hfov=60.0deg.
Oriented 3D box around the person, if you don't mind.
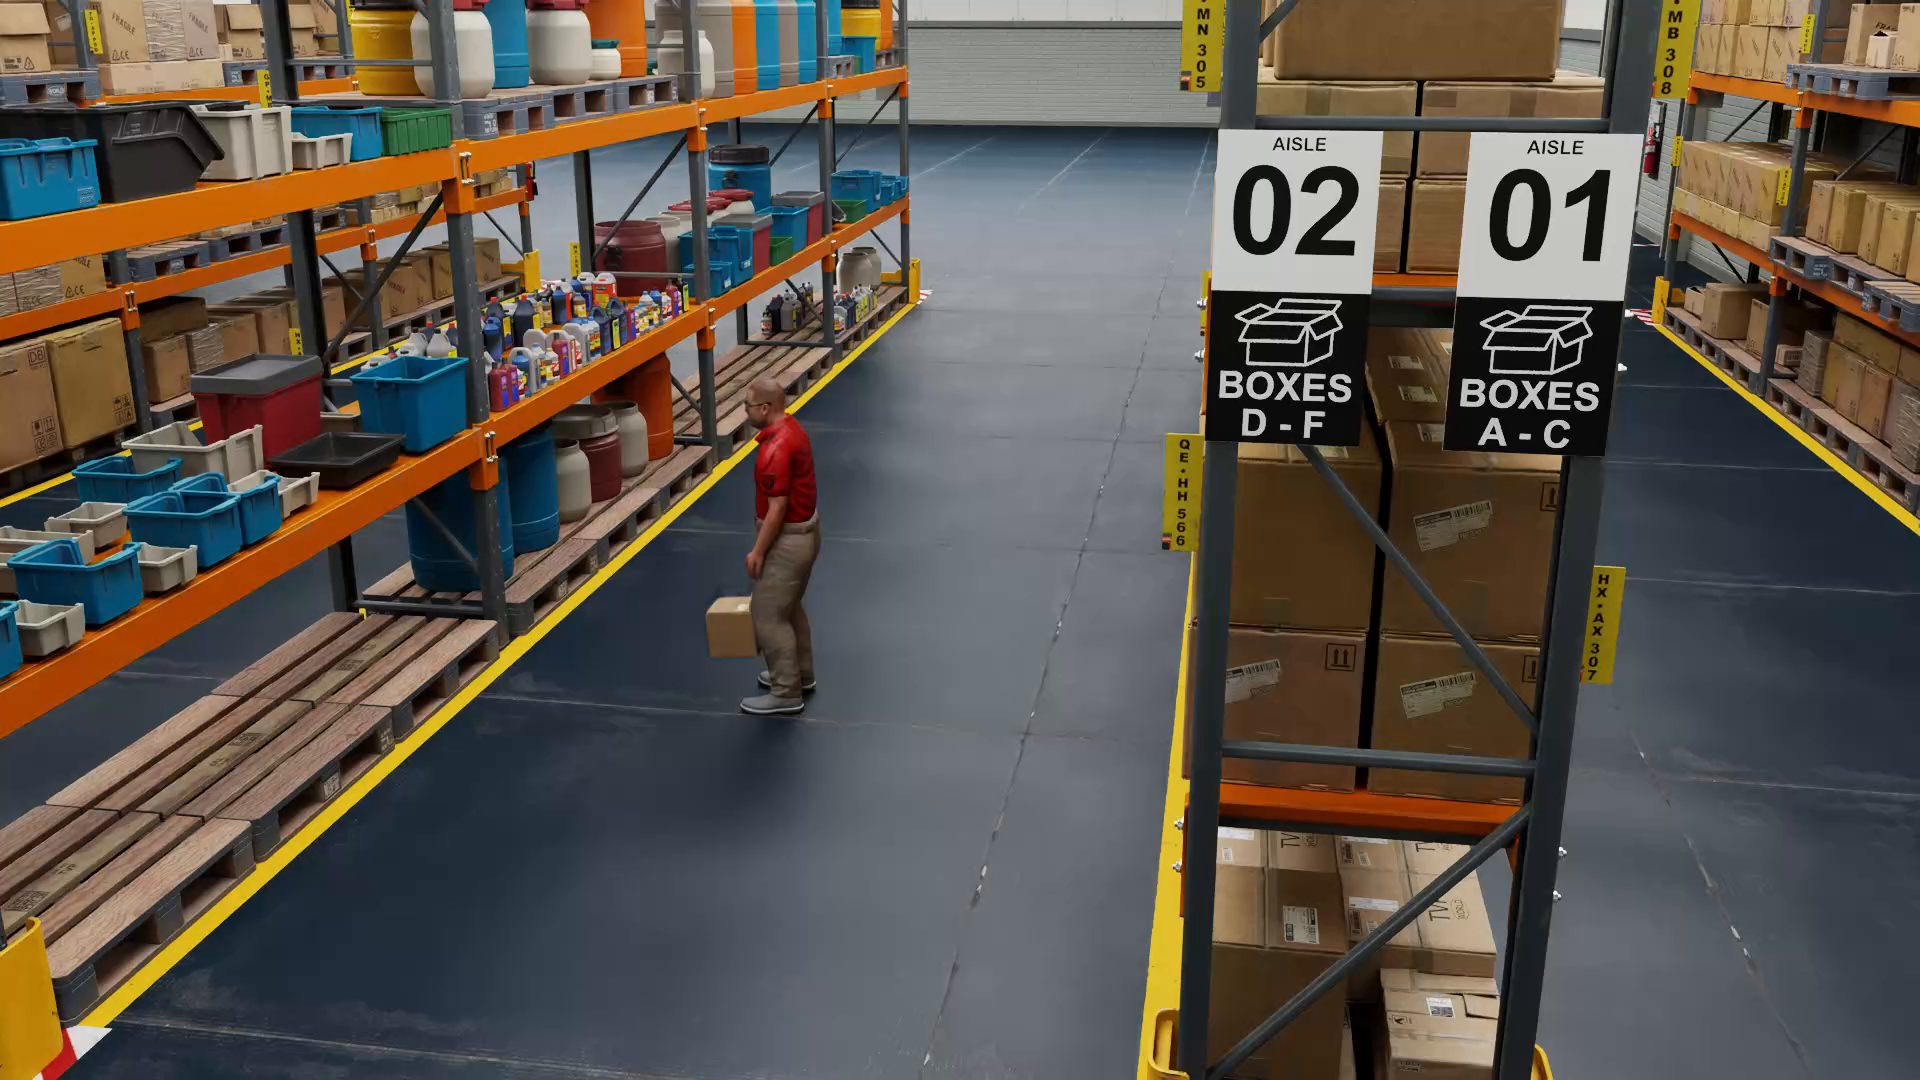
[{"bbox_3d":[-0.925,0.021,8.503,0.396,1.729,0.566,2,18,7],"label":"person"}]
